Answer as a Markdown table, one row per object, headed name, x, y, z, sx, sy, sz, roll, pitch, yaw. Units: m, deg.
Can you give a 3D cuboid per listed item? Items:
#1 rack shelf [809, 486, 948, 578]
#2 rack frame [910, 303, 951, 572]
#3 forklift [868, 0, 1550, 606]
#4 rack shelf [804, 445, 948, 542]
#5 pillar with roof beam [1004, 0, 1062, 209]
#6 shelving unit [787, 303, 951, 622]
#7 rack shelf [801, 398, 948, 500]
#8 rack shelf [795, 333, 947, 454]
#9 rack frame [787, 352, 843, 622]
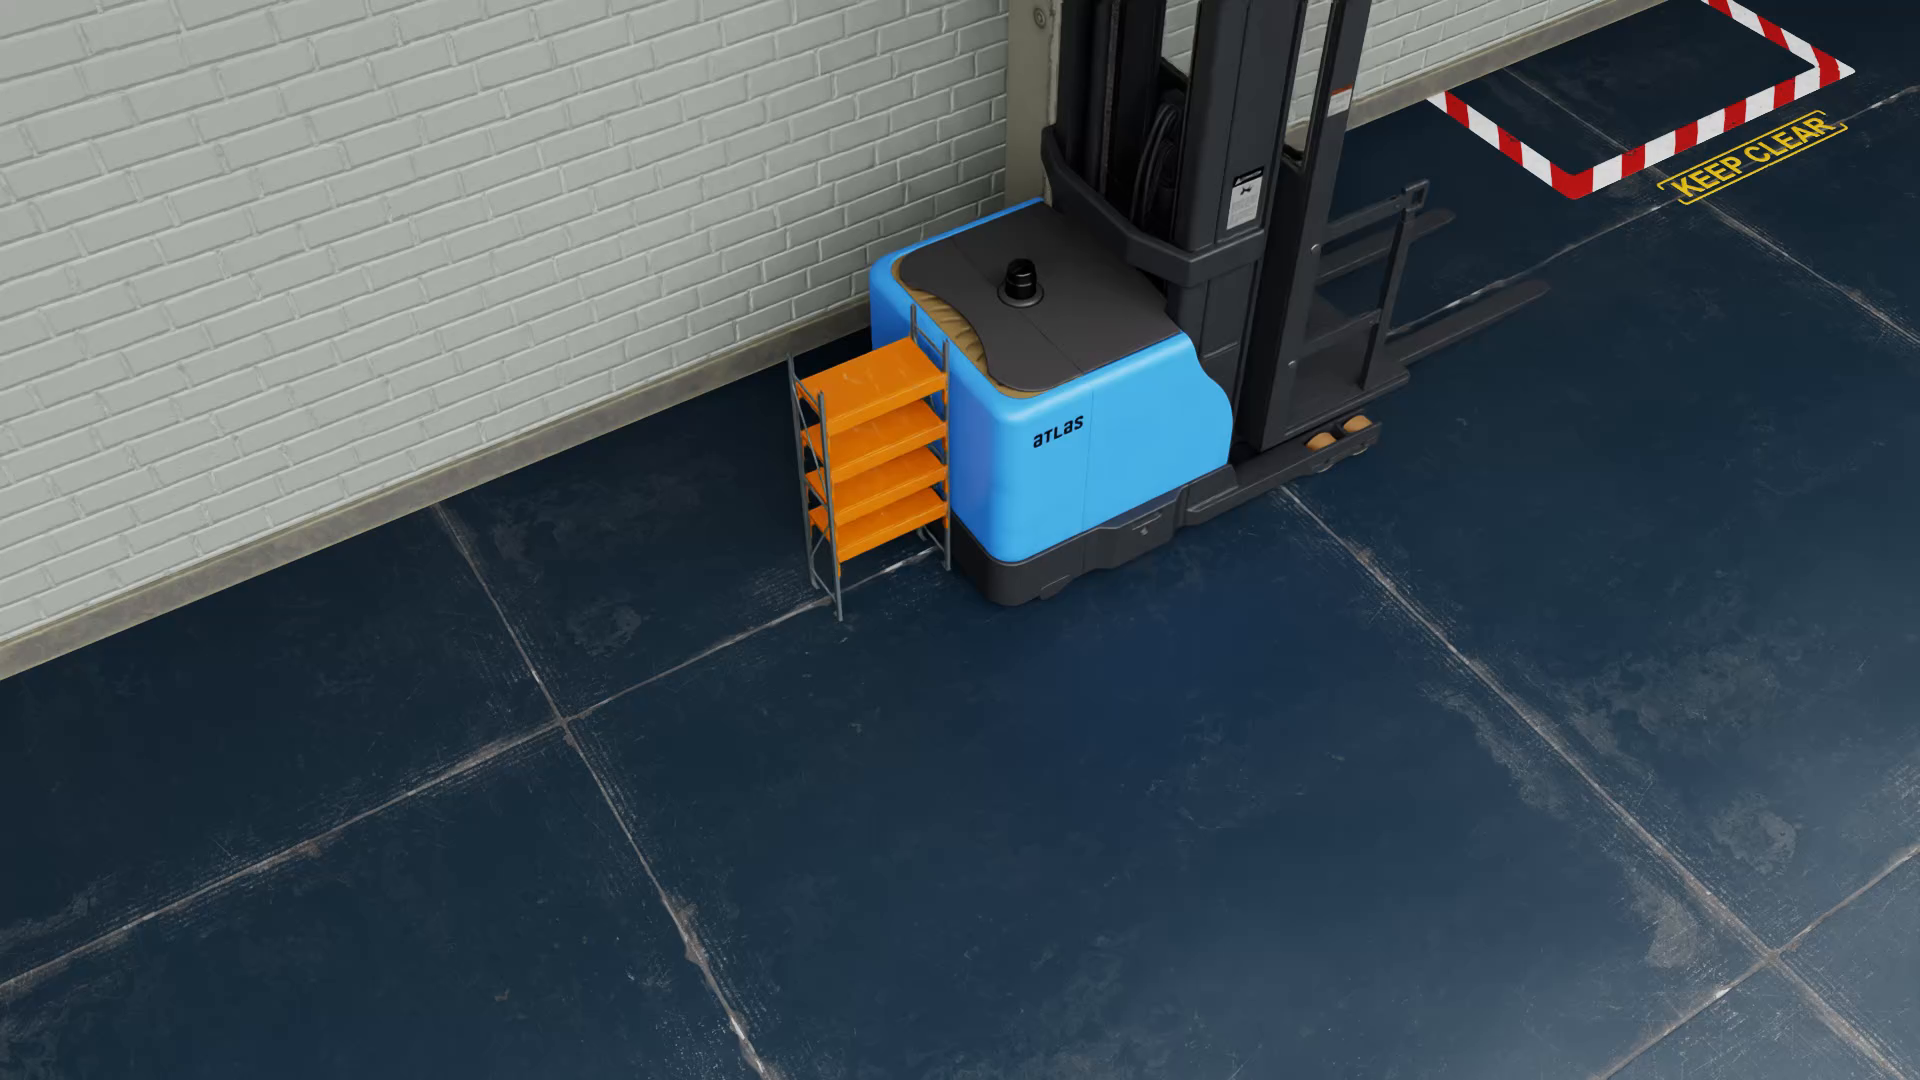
| name | x | y | z | sx | sy | sz | roll | pitch | yaw |
| --- | --- | --- | --- | --- | --- | --- | --- | --- | --- |
| rack shelf | -0.314 | -0.080 | 6.319 | 0.480 | 0.148 | 0.258 | -25 | 53 | -20 |
| rack frame | -0.106 | -0.353 | 6.206 | 0.015 | 1.200 | 0.240 | -25 | 53 | -20 |
| forklift | 1.167 | -1.571 | 6.132 | 3.031 | 2.935 | 1.130 | -25 | 53 | -20 |
| rack shelf | -0.314 | -0.212 | 6.171 | 0.480 | 0.148 | 0.258 | -25 | 53 | -20 |
| pillar with roof beam | 2.745 | -1.549 | 2.049 | 0.400 | 9.000 | 9.100 | -25 | 53 | -21 |
| shelving unit | -0.314 | -0.257 | 6.121 | 0.503 | 1.200 | 0.258 | -25 | 53 | -20 |
| rack shelf | -0.314 | -0.361 | 6.004 | 0.480 | 0.148 | 0.258 | -25 | 53 | -20 |
| rack shelf | -0.314 | -0.518 | 5.827 | 0.480 | 0.148 | 0.258 | -25 | 53 | -20 |
| rack frame | -0.521 | -0.161 | 6.035 | 0.015 | 1.200 | 0.240 | -25 | 53 | -20 |
